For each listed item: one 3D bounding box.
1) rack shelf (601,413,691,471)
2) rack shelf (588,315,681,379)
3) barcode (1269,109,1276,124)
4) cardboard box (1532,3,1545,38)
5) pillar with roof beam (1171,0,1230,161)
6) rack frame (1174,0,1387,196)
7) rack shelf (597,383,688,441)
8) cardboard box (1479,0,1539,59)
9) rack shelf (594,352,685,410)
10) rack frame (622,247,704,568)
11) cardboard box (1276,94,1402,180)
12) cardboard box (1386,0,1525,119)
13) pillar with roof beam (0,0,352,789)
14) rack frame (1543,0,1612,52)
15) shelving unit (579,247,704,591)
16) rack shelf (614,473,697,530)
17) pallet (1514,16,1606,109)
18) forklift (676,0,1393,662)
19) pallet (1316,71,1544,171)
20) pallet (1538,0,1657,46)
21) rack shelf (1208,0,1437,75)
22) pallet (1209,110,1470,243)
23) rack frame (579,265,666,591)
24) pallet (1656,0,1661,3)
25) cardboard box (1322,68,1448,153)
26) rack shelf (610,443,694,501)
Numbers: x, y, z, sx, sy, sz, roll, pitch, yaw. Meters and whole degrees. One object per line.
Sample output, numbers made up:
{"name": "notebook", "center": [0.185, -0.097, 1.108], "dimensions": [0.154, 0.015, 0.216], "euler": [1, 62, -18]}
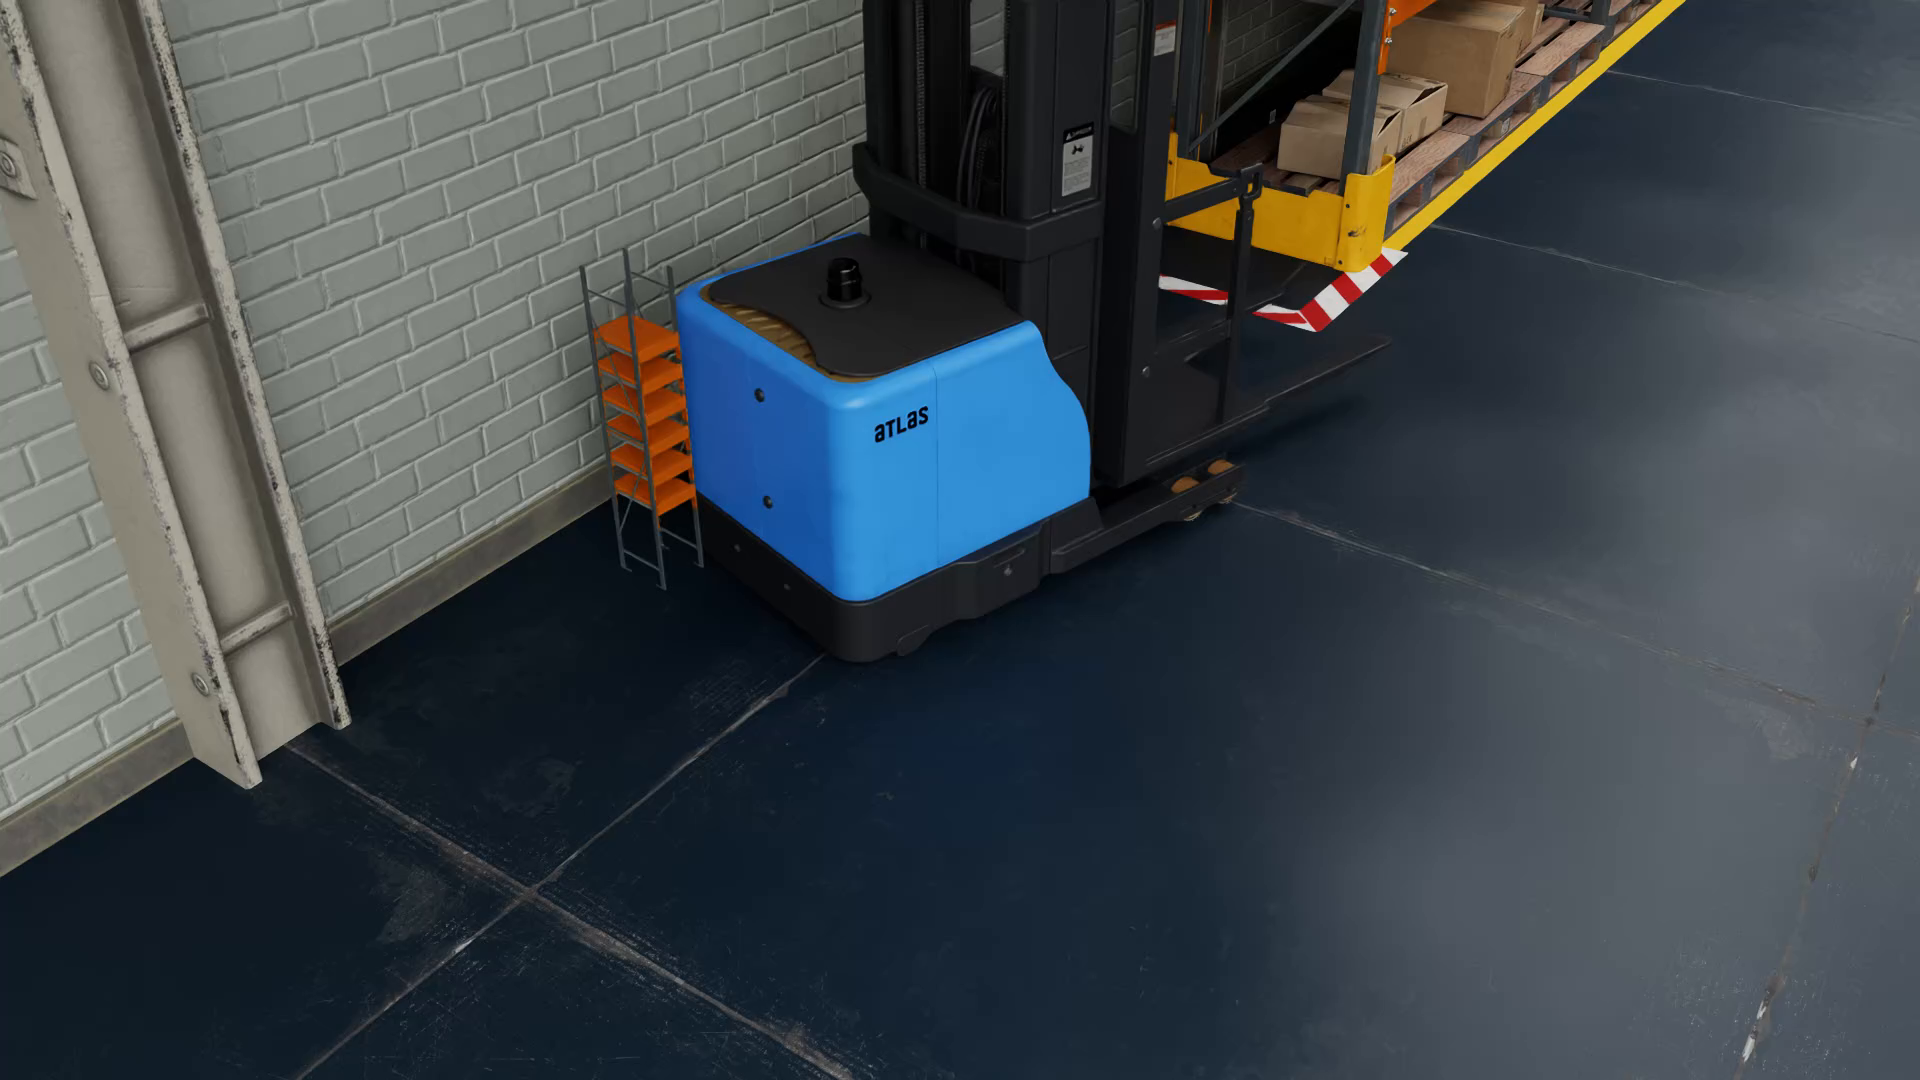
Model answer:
{"name": "rack shelf", "center": [-1.091, -0.360, 5.790], "dimensions": [0.258, 0.103, 0.180], "euler": [25, 41, 32]}
{"name": "rack shelf", "center": [-1.092, -0.658, 5.588], "dimensions": [0.258, 0.103, 0.180], "euler": [25, 41, 32]}
{"name": "barcode", "center": [1.680, -2.275, 8.936], "dimensions": [0.001, 0.075, 0.075], "euler": [21, 39, 28]}
{"name": "cardboard box", "center": [3.530, -3.370, 10.693], "dimensions": [0.380, 0.166, 0.250], "euler": [16, 37, 22]}
{"name": "pillar with roof beam", "center": [4.755, -4.485, 4.850], "dimensions": [9.100, 9.000, 0.400], "euler": [21, 39, 28]}
{"name": "rack frame", "center": [1.530, -2.777, 7.679], "dimensions": [1.000, 3.000, 0.127], "euler": [21, 39, 28]}
{"name": "rack shelf", "center": [-1.092, -0.459, 5.723], "dimensions": [0.258, 0.103, 0.180], "euler": [25, 41, 32]}
{"name": "cardboard box", "center": [3.251, -3.274, 10.252], "dimensions": [0.500, 0.500, 0.500], "euler": [18, 38, 25]}
{"name": "rack shelf", "center": [-1.092, -0.559, 5.656], "dimensions": [0.258, 0.103, 0.180], "euler": [25, 41, 32]}
{"name": "rack frame", "center": [-1.033, -0.436, 5.824], "dimensions": [0.240, 1.200, 0.006], "euler": [25, 41, 32]}
{"name": "cardboard box", "center": [1.998, -2.135, 8.737], "dimensions": [0.500, 0.311, 0.500], "euler": [17, 37, 23]}
{"name": "cardboard box", "center": [2.782, -2.797, 9.547], "dimensions": [0.700, 0.500, 0.500], "euler": [19, 38, 25]}
{"name": "pillar with roof beam", "center": [1.334, -1.724, 0.766], "dimensions": [9.100, 9.000, 0.400], "euler": [21, 39, 28]}
{"name": "rack frame", "center": [3.810, -4.618, 10.401], "dimensions": [1.000, 3.000, 0.127], "euler": [21, 39, 28]}
{"name": "shelving unit", "center": [-1.091, -0.397, 5.765], "dimensions": [0.258, 1.200, 0.189], "euler": [25, 41, 32]}
{"name": "rack shelf", "center": [-1.091, -0.161, 5.925], "dimensions": [0.258, 0.103, 0.180], "euler": [25, 41, 32]}
{"name": "pallet", "center": [3.456, -3.142, 10.708], "dimensions": [1.003, 0.211, 1.213], "euler": [21, 39, 28]}
{"name": "forklift", "center": [0.480, -1.491, 5.839], "dimensions": [3.031, 2.935, 1.130], "euler": [-25, 41, -32]}
{"name": "pallet", "center": [2.761, -2.578, 9.874], "dimensions": [1.003, 0.211, 1.213], "euler": [21, 39, 28]}
{"name": "pallet", "center": [4.253, -3.821, 11.712], "dimensions": [1.003, 0.211, 1.213], "euler": [21, 39, 28]}
{"name": "rack shelf", "center": [2.670, -3.399, 9.241], "dimensions": [1.077, 0.370, 4.000], "euler": [21, 39, 28]}
{"name": "pallet", "center": [2.065, -2.019, 9.048], "dimensions": [1.003, 0.211, 1.213], "euler": [21, 39, 28]}
{"name": "rack frame", "center": [-1.150, -0.357, 5.707], "dimensions": [0.240, 1.200, 0.006], "euler": [25, 41, 32]}
{"name": "pallet", "center": [4.948, -4.385, 12.546], "dimensions": [1.003, 0.211, 1.213], "euler": [21, 39, 28]}
{"name": "cardboard box", "center": [2.323, -2.397, 9.125], "dimensions": [0.500, 0.311, 0.500], "euler": [25, 41, 32]}
{"name": "rack shelf", "center": [-1.091, -0.261, 5.857], "dimensions": [0.258, 0.103, 0.180], "euler": [25, 41, 32]}
